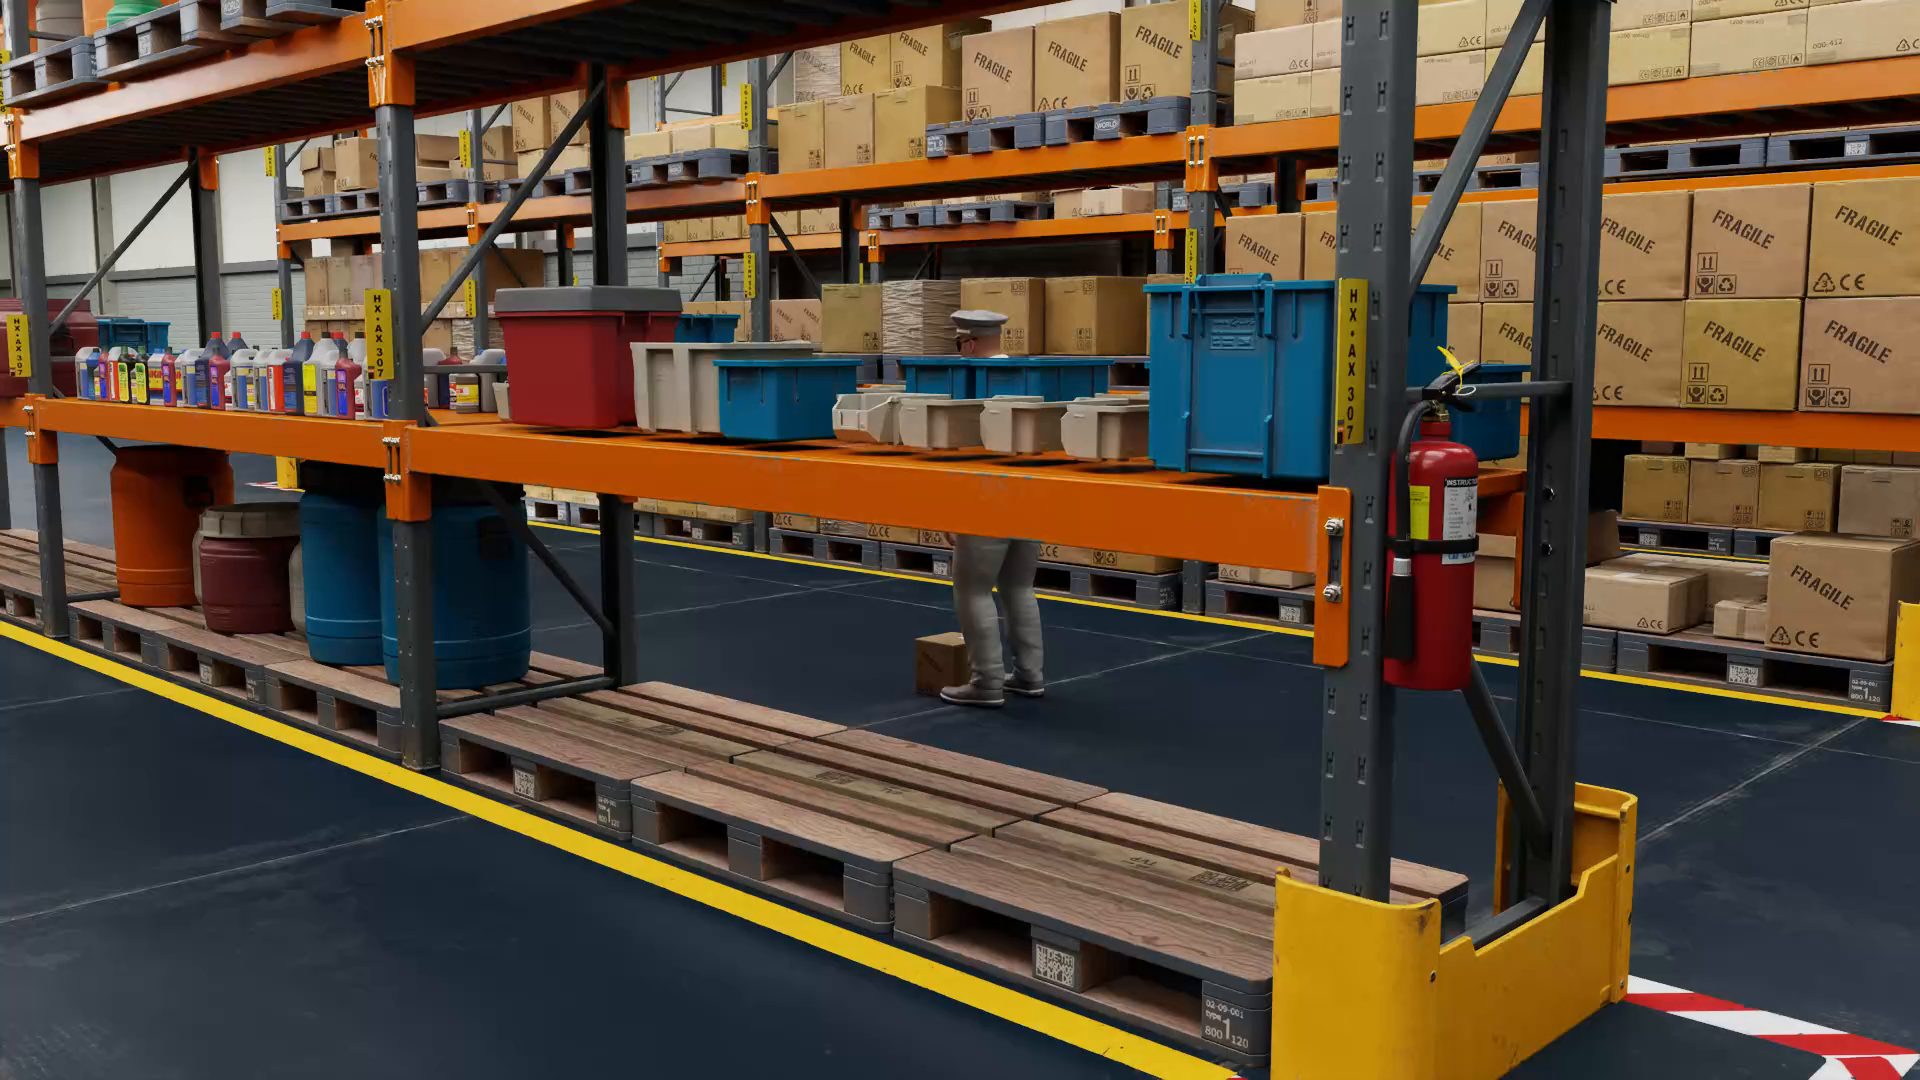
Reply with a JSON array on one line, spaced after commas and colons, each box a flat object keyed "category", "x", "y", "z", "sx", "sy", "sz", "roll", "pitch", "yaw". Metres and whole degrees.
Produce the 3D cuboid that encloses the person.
[{"category": "person", "x": 0.168, "y": -0.144, "z": 7.401, "sx": 0.434, "sy": 1.748, "sz": 0.594, "roll": 6, "pitch": 9, "yaw": 42}]
